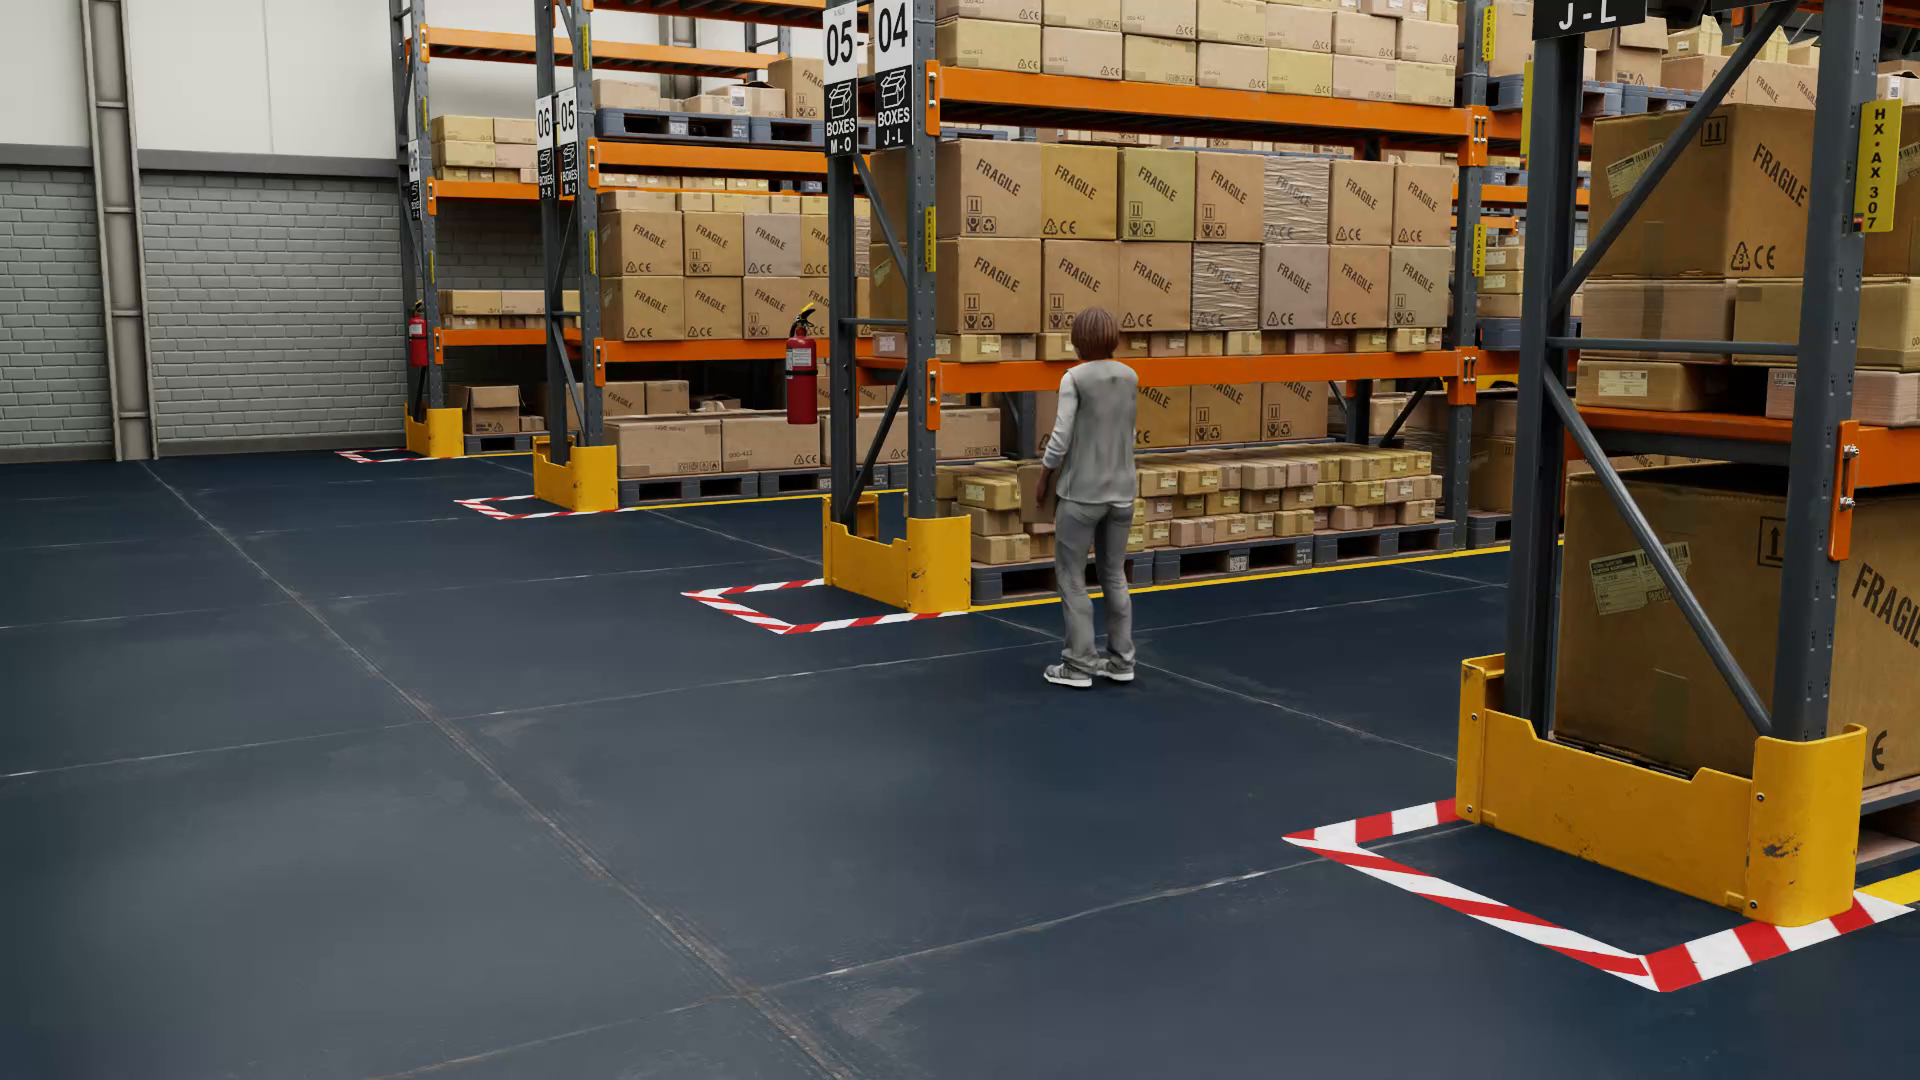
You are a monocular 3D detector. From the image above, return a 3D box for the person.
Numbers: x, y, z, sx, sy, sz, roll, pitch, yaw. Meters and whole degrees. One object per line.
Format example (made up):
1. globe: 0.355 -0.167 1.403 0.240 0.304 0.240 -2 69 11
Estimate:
1. person: 0.545 -0.182 7.072 0.444 1.603 0.411 -5 10 -32
